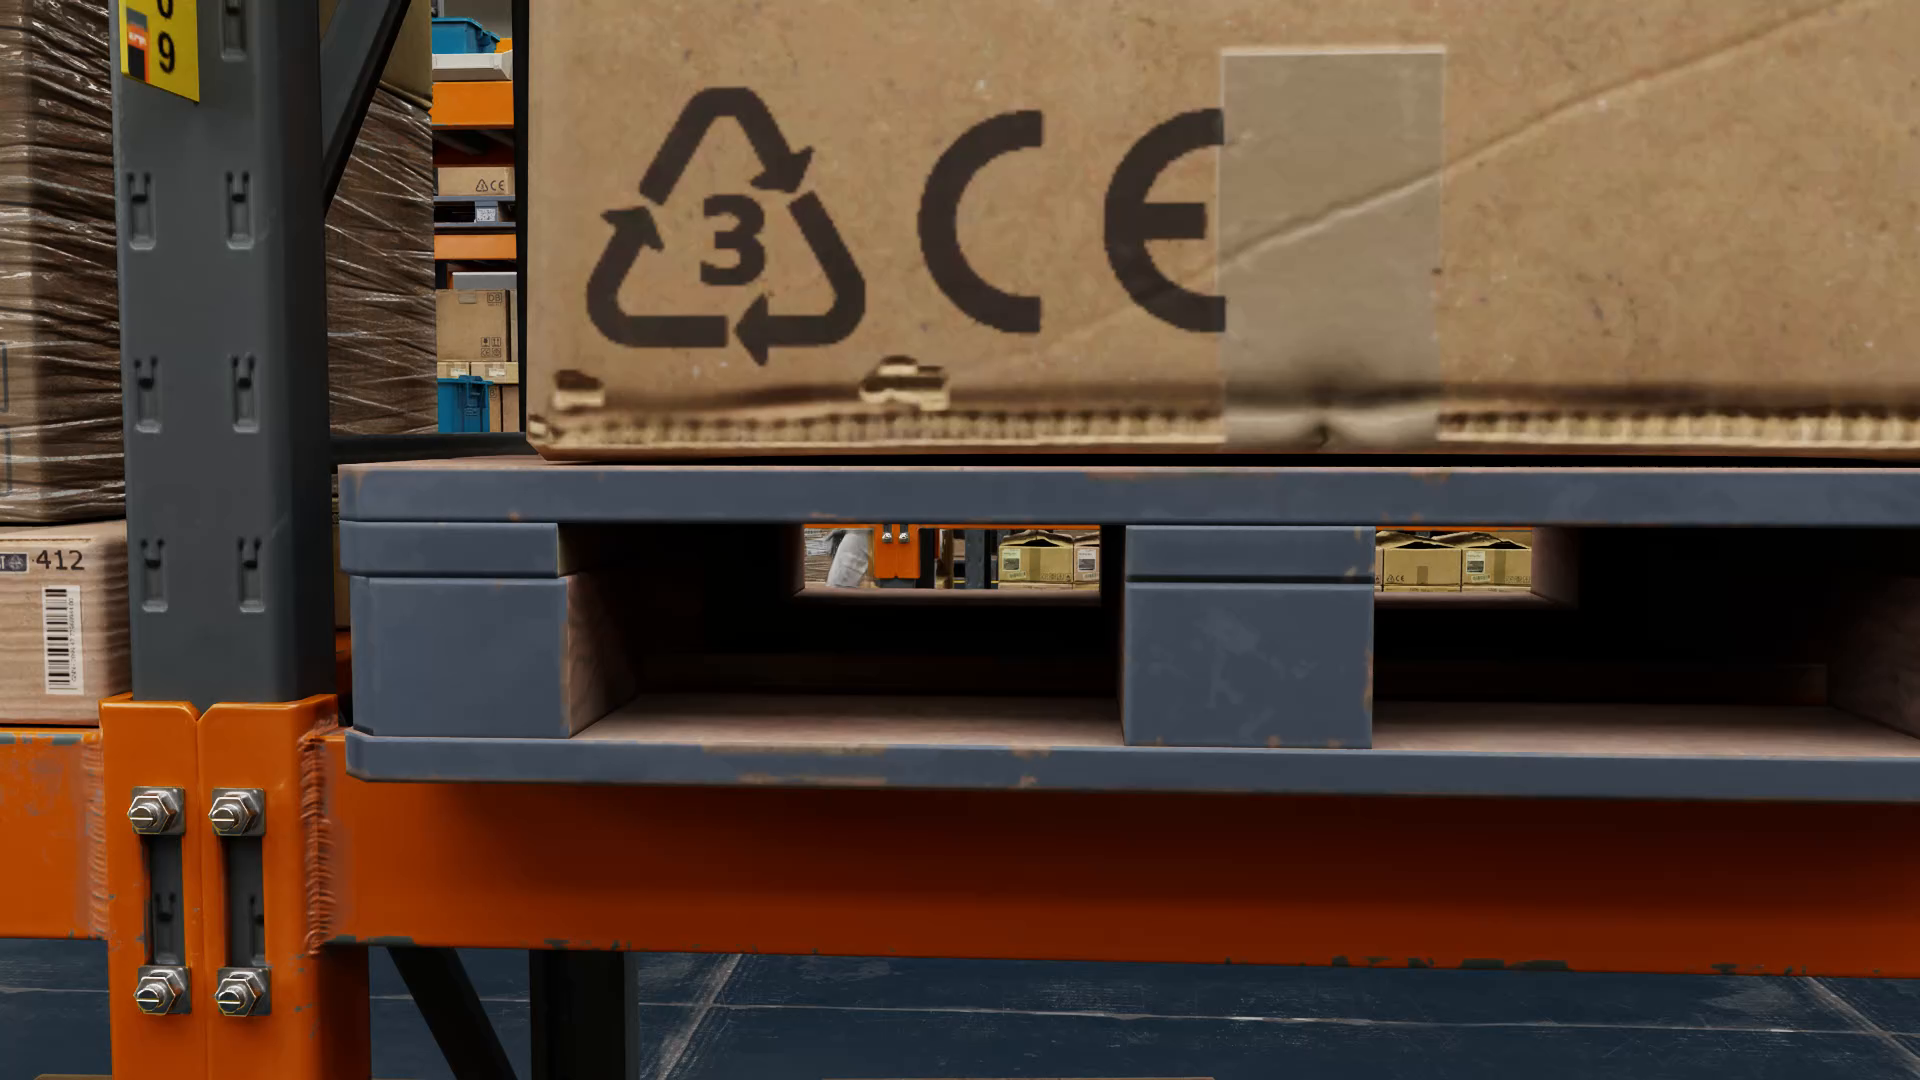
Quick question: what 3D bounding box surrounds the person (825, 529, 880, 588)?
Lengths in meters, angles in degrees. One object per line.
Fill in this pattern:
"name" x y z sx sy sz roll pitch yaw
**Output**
"person" -0.583 -0.048 9.596 0.970 1.727 0.581 0 4 6
